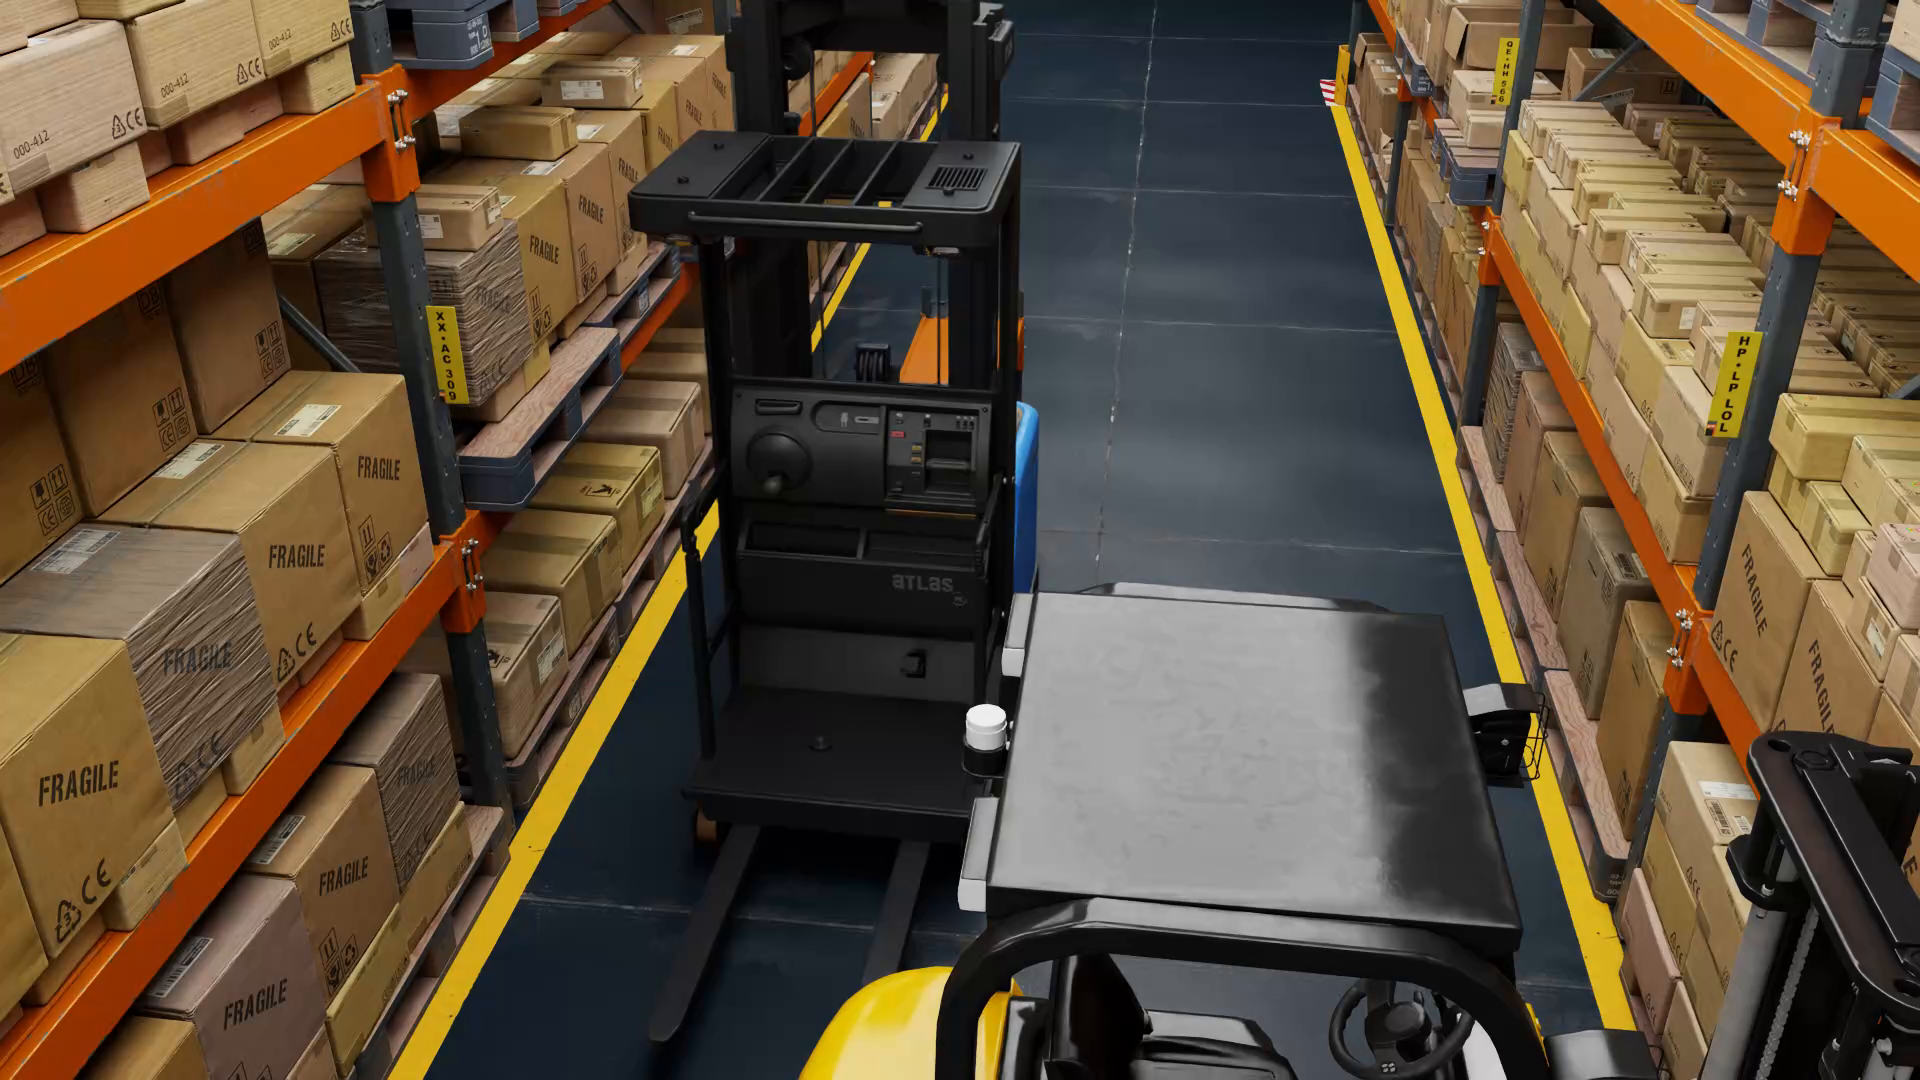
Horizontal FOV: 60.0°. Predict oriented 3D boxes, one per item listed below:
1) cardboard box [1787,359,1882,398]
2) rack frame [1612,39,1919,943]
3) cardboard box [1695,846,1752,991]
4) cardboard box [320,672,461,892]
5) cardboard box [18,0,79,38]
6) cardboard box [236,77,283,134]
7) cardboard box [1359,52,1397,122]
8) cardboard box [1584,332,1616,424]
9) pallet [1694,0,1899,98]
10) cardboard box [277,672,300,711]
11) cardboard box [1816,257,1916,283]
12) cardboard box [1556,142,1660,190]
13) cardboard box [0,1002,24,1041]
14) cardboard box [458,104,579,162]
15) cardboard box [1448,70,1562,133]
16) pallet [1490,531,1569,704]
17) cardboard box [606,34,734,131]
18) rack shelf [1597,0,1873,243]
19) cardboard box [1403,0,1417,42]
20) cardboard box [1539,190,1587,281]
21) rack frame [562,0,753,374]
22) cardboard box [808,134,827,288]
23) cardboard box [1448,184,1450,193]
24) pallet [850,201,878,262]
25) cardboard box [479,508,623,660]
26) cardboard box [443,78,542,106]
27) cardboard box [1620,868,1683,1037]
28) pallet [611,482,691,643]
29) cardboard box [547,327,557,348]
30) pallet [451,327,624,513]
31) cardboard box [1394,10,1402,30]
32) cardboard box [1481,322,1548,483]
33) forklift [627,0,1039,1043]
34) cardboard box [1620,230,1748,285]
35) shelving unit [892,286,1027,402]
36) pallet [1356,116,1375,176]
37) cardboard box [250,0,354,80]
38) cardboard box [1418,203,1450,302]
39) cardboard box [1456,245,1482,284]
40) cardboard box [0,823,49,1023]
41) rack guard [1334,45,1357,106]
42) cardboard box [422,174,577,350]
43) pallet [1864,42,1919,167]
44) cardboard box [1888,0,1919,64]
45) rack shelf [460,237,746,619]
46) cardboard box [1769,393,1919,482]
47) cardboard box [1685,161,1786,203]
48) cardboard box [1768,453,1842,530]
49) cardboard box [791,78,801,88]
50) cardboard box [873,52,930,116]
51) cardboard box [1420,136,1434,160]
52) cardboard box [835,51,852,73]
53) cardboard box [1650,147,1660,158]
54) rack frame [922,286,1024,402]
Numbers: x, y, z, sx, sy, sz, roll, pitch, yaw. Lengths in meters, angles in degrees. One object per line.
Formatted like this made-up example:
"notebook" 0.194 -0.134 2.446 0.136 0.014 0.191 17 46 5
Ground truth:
"cardboard box" 2.586 -0.447 5.127 0.380 0.149 0.250 4 29 8
"rack frame" 2.764 0.057 4.982 1.000 3.000 0.127 3 28 6
"cardboard box" 2.321 1.092 4.463 0.500 0.250 0.500 3 28 6
"cardboard box" -1.969 0.760 5.343 0.500 0.500 0.500 3 28 5
"cardboard box" -2.097 -1.138 3.461 0.380 0.149 0.250 3 28 5
"cardboard box" -2.017 -1.160 4.343 0.380 0.149 0.250 4 29 7
"cardboard box" 3.922 -3.994 14.693 0.700 0.500 0.500 4 29 8
"cardboard box" 2.714 -0.599 6.357 0.500 0.250 0.500 4 29 7
"pallet" 2.859 -1.596 5.088 0.805 0.209 1.217 2 28 4
"cardboard box" -2.077 0.402 4.606 0.380 0.149 0.250 3 28 5
"cardboard box" 3.203 -0.904 5.976 0.380 0.149 0.250 3 28 6
"cardboard box" 2.866 -1.651 7.362 0.380 0.149 0.250 4 29 7
"cardboard box" -2.228 1.007 3.483 0.380 0.149 0.250 4 29 8
"cardboard box" -1.723 -1.594 6.500 0.380 0.149 0.250 5 29 9
"cardboard box" 3.062 -2.461 9.370 0.500 0.250 0.500 2 28 4
"pallet" 2.963 0.359 7.361 1.003 0.211 1.213 3 28 6
"cardboard box" -1.452 -2.243 8.388 0.500 0.500 0.500 3 28 5
"rack shelf" 3.009 -1.889 6.189 1.077 0.370 4.000 3 28 6
"cardboard box" 3.463 -3.723 11.450 0.700 0.500 0.500 4 29 7
"cardboard box" 2.813 -1.305 7.140 0.500 0.250 0.500 3 28 5
"rack frame" -1.672 -2.113 9.009 1.000 3.000 0.127 3 28 6
"cardboard box" -1.392 -2.102 10.787 0.875 0.875 0.875 4 29 7
"cardboard box" 3.334 -2.179 10.640 0.380 0.149 0.250 3 29 6
"pallet" -1.202 -2.401 12.483 1.003 0.211 1.213 3 28 6
"cardboard box" -2.016 0.156 7.125 0.950 0.372 0.625 5 29 9
"cardboard box" -2.073 -1.778 7.526 0.500 0.500 0.500 4 29 7
"cardboard box" 2.376 1.291 5.148 0.500 0.250 0.500 4 29 7
"pallet" -1.922 0.055 7.925 1.003 0.211 1.213 3 28 6
"cardboard box" -1.783 -0.801 6.396 0.380 0.149 0.250 5 29 9
"pallet" -1.925 -0.497 6.212 1.003 0.211 1.213 3 28 6
"cardboard box" 3.551 -4.011 12.797 0.380 0.149 0.250 4 29 8
"cardboard box" 3.164 -0.673 8.397 0.875 0.625 0.625 4 29 8
"forklift" -0.382 -0.280 5.680 1.130 2.935 3.031 4 29 8
"cardboard box" 2.713 -1.050 6.247 0.380 0.149 0.250 4 29 7
"shelving unit" 0.001 -0.498 7.989 0.538 1.125 1.048 3 28 6
"pallet" 3.976 -3.380 14.302 1.003 0.211 1.213 3 28 6
"cardboard box" -1.950 -1.391 4.352 0.500 0.250 0.500 3 28 6
"cardboard box" 3.271 -1.849 10.713 0.500 0.500 0.500 2 28 4
"cardboard box" 3.066 -1.574 9.517 0.380 0.149 0.250 2 28 4
"cardboard box" -2.198 0.787 3.207 0.500 0.500 0.500 3 28 5
"rack guard" 4.225 -4.456 15.994 1.175 0.500 0.348 3 28 6
"cardboard box" -1.760 -1.030 6.137 0.500 0.500 0.500 3 29 6
"pallet" 2.685 -0.822 3.544 1.003 0.211 1.213 3 28 6
"cardboard box" 2.408 -1.189 3.848 0.380 0.149 0.250 4 29 7
"rack shelf" -1.918 -0.855 7.433 1.077 0.370 4.000 3 28 6
"cardboard box" 2.431 -0.271 4.488 0.380 0.149 0.250 4 29 7
"cardboard box" 3.332 -1.505 7.091 0.380 0.149 0.250 3 28 6
"cardboard box" 2.464 -0.138 4.555 0.380 0.149 0.250 3 28 5
"cardboard box" -1.228 -2.968 10.228 0.500 0.250 0.500 3 28 6
"cardboard box" -0.778 -4.188 15.119 0.875 0.438 0.875 4 29 8
"cardboard box" 3.479 -2.791 11.777 0.380 0.149 0.250 3 28 5
"cardboard box" -1.051 -3.464 11.676 0.500 0.250 0.500 3 28 5
"cardboard box" 3.475 -1.753 7.972 0.500 0.250 0.500 4 29 7
"rack frame" 0.063 -0.738 8.433 0.500 1.125 0.032 3 28 6
